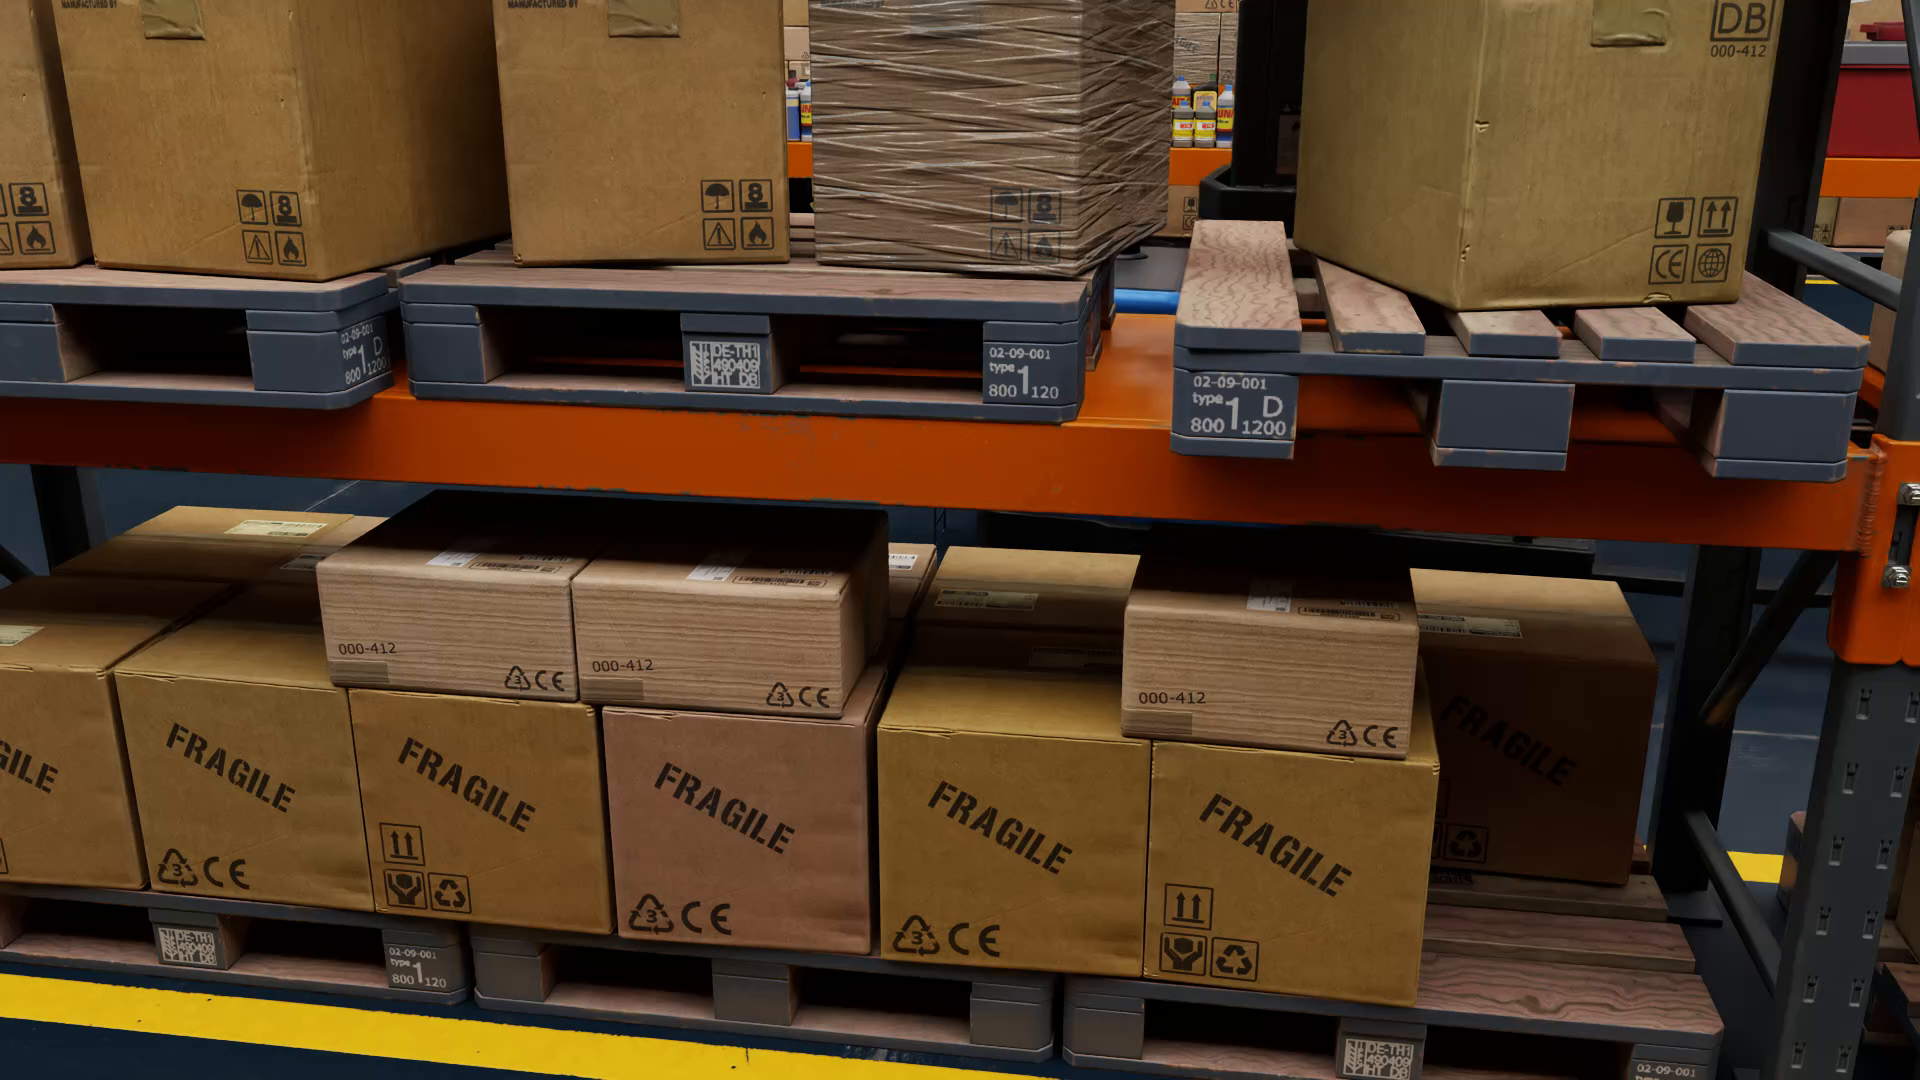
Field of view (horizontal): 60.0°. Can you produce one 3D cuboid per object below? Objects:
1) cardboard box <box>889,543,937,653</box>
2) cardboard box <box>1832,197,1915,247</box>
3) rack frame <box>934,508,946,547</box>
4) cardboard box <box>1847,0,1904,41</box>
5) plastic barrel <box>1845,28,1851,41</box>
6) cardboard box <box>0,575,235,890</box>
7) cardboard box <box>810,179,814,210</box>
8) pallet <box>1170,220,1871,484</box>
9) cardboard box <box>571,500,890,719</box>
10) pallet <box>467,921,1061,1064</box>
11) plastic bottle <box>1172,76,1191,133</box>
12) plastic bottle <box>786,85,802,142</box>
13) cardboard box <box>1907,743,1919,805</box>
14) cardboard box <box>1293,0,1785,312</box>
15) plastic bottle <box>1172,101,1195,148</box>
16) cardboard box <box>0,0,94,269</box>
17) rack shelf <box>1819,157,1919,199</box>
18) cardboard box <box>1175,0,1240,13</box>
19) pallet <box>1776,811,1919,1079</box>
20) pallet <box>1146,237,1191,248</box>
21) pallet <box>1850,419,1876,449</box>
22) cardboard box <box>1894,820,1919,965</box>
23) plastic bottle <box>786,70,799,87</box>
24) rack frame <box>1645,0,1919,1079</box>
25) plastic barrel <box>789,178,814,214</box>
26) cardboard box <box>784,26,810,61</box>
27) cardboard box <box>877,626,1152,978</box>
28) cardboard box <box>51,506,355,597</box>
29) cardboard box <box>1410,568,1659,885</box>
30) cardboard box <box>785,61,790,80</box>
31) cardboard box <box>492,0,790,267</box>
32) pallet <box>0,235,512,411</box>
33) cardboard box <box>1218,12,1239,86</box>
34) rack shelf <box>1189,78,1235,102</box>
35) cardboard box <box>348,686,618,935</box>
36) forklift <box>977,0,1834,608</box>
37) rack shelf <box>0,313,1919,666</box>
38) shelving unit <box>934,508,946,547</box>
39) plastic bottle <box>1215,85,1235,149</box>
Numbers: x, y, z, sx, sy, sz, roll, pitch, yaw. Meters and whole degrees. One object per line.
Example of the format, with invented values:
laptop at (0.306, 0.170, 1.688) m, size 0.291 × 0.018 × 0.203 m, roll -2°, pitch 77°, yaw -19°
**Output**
cardboard box at (-0.334, 0.315, 3.881) m, size 0.500 × 0.500 × 0.500 m, roll 2°, pitch 19°, yaw 7°
cardboard box at (6.519, -2.437, 12.104) m, size 0.500 × 0.500 × 0.700 m, roll 1°, pitch 19°, yaw 4°
rack frame at (-0.076, -0.573, 6.124) m, size 0.006 × 1.200 × 0.240 m, roll 3°, pitch 19°, yaw 9°
cardboard box at (6.360, -3.943, 11.753) m, size 1.000 × 1.000 × 1.000 m, roll 3°, pitch 19°, yaw 9°
plastic barrel at (3.853, -2.072, 7.593) m, size 0.421 × 0.512 × 0.421 m, roll 0°, pitch 18°, yaw 0°
cardboard box at (-1.912, 0.403, 3.619) m, size 0.500 × 0.500 × 0.500 m, roll 2°, pitch 19°, yaw 6°
cardboard box at (-1.415, -3.028, 13.313) m, size 0.875 × 0.875 × 0.875 m, roll 3°, pitch 19°, yaw 9°
pallet at (0.918, -0.395, 3.058) m, size 1.003 × 0.211 × 1.213 m, roll 3°, pitch 19°, yaw 9°
cardboard box at (-0.430, 0.122, 3.275) m, size 0.500 × 0.250 × 0.500 m, roll 3°, pitch 19°, yaw 8°
pallet at (-0.334, 0.737, 3.767) m, size 1.213 × 0.211 × 1.003 m, roll 3°, pitch 19°, yaw 9°
plastic bottle at (1.085, -2.143, 8.184) m, size 0.097 × 0.271 × 0.097 m, roll 0°, pitch 18°, yaw 0°
plastic bottle at (-0.804, -2.007, 7.769) m, size 0.135 × 0.276 × 0.152 m, roll 3°, pitch 19°, yaw 9°
cardboard box at (2.154, 0.314, 3.424) m, size 0.500 × 0.311 × 0.500 m, roll 3°, pitch 19°, yaw 10°
cardboard box at (0.958, -0.717, 2.898) m, size 0.500 × 0.500 × 0.700 m, roll -3°, pitch 19°, yaw -10°
plastic bottle at (1.005, -1.870, 7.479) m, size 0.097 × 0.201 × 0.097 m, roll 0°, pitch 18°, yaw 0°
cardboard box at (-1.919, -0.828, 3.230) m, size 0.500 × 0.500 × 0.700 m, roll -3°, pitch 19°, yaw -10°
rack shelf at (4.362, -1.583, 7.442) m, size 4.000 × 0.370 × 1.077 m, roll 3°, pitch 19°, yaw 9°
cardboard box at (1.811, -4.176, 12.317) m, size 0.637 × 0.503 × 0.797 m, roll 3°, pitch 19°, yaw 10°
pallet at (2.405, 0.902, 3.273) m, size 1.213 × 0.211 × 1.003 m, roll 3°, pitch 19°, yaw 9°
pallet at (1.205, -2.380, 13.084) m, size 1.213 × 0.211 × 1.003 m, roll 3°, pitch 19°, yaw 9°
pallet at (4.347, -0.590, 7.733) m, size 1.213 × 0.211 × 1.003 m, roll 3°, pitch 19°, yaw 9°
cardboard box at (2.068, 0.750, 3.007) m, size 0.500 × 0.250 × 0.500 m, roll 3°, pitch 19°, yaw 8°
plastic bottle at (-0.886, -2.255, 8.500) m, size 0.133 × 0.283 × 0.061 m, roll 3°, pitch 19°, yaw 9°
rack frame at (1.598, -0.474, 2.991) m, size 0.127 × 3.000 × 1.000 m, roll 3°, pitch 19°, yaw 9°
plastic barrel at (-1.028, -1.398, 8.399) m, size 0.708 × 0.901 × 0.600 m, roll 3°, pitch 19°, yaw 9°
cardboard box at (-1.254, -3.788, 12.665) m, size 0.500 × 0.250 × 0.500 m, roll 3°, pitch 19°, yaw 8°
cardboard box at (0.126, 0.503, 3.317) m, size 0.500 × 0.500 × 0.500 m, roll 2°, pitch 19°, yaw 7°
cardboard box at (-1.819, 0.237, 4.114) m, size 0.500 × 0.500 × 0.500 m, roll 3°, pitch 19°, yaw 8°
cardboard box at (1.194, 0.391, 3.654) m, size 0.500 × 0.500 × 0.500 m, roll 4°, pitch 19°, yaw 11°
cardboard box at (-1.384, -3.585, 12.685) m, size 0.250 × 0.149 × 0.380 m, roll 3°, pitch 19°, yaw 10°
cardboard box at (-0.597, -0.852, 3.303) m, size 0.500 × 0.500 × 0.700 m, roll -2°, pitch 19°, yaw -5°
pallet at (-1.580, -0.509, 3.401) m, size 1.213 × 0.211 × 1.003 m, roll 3°, pitch 19°, yaw 9°
cardboard box at (2.155, -3.599, 12.173) m, size 0.500 × 0.500 × 0.500 m, roll 3°, pitch 19°, yaw 8°
rack shelf at (1.198, -3.336, 12.681) m, size 4.000 × 0.370 × 1.077 m, roll 3°, pitch 19°, yaw 9°
cardboard box at (-0.892, 0.453, 3.467) m, size 0.500 × 0.500 × 0.500 m, roll 3°, pitch 19°, yaw 9°
forklift at (1.633, -1.218, 5.324) m, size 3.031 × 2.935 × 1.130 m, roll 5°, pitch 19°, yaw 16°
rack shelf at (-0.377, -0.233, 3.406) m, size 4.000 × 0.370 × 1.077 m, roll 3°, pitch 19°, yaw 9°
shelving unit at (0.014, -0.568, 6.111) m, size 0.189 × 1.200 × 0.258 m, roll 3°, pitch 19°, yaw 9°
plastic bottle at (1.197, -1.894, 7.438) m, size 0.097 × 0.271 × 0.097 m, roll 0°, pitch 18°, yaw 0°
